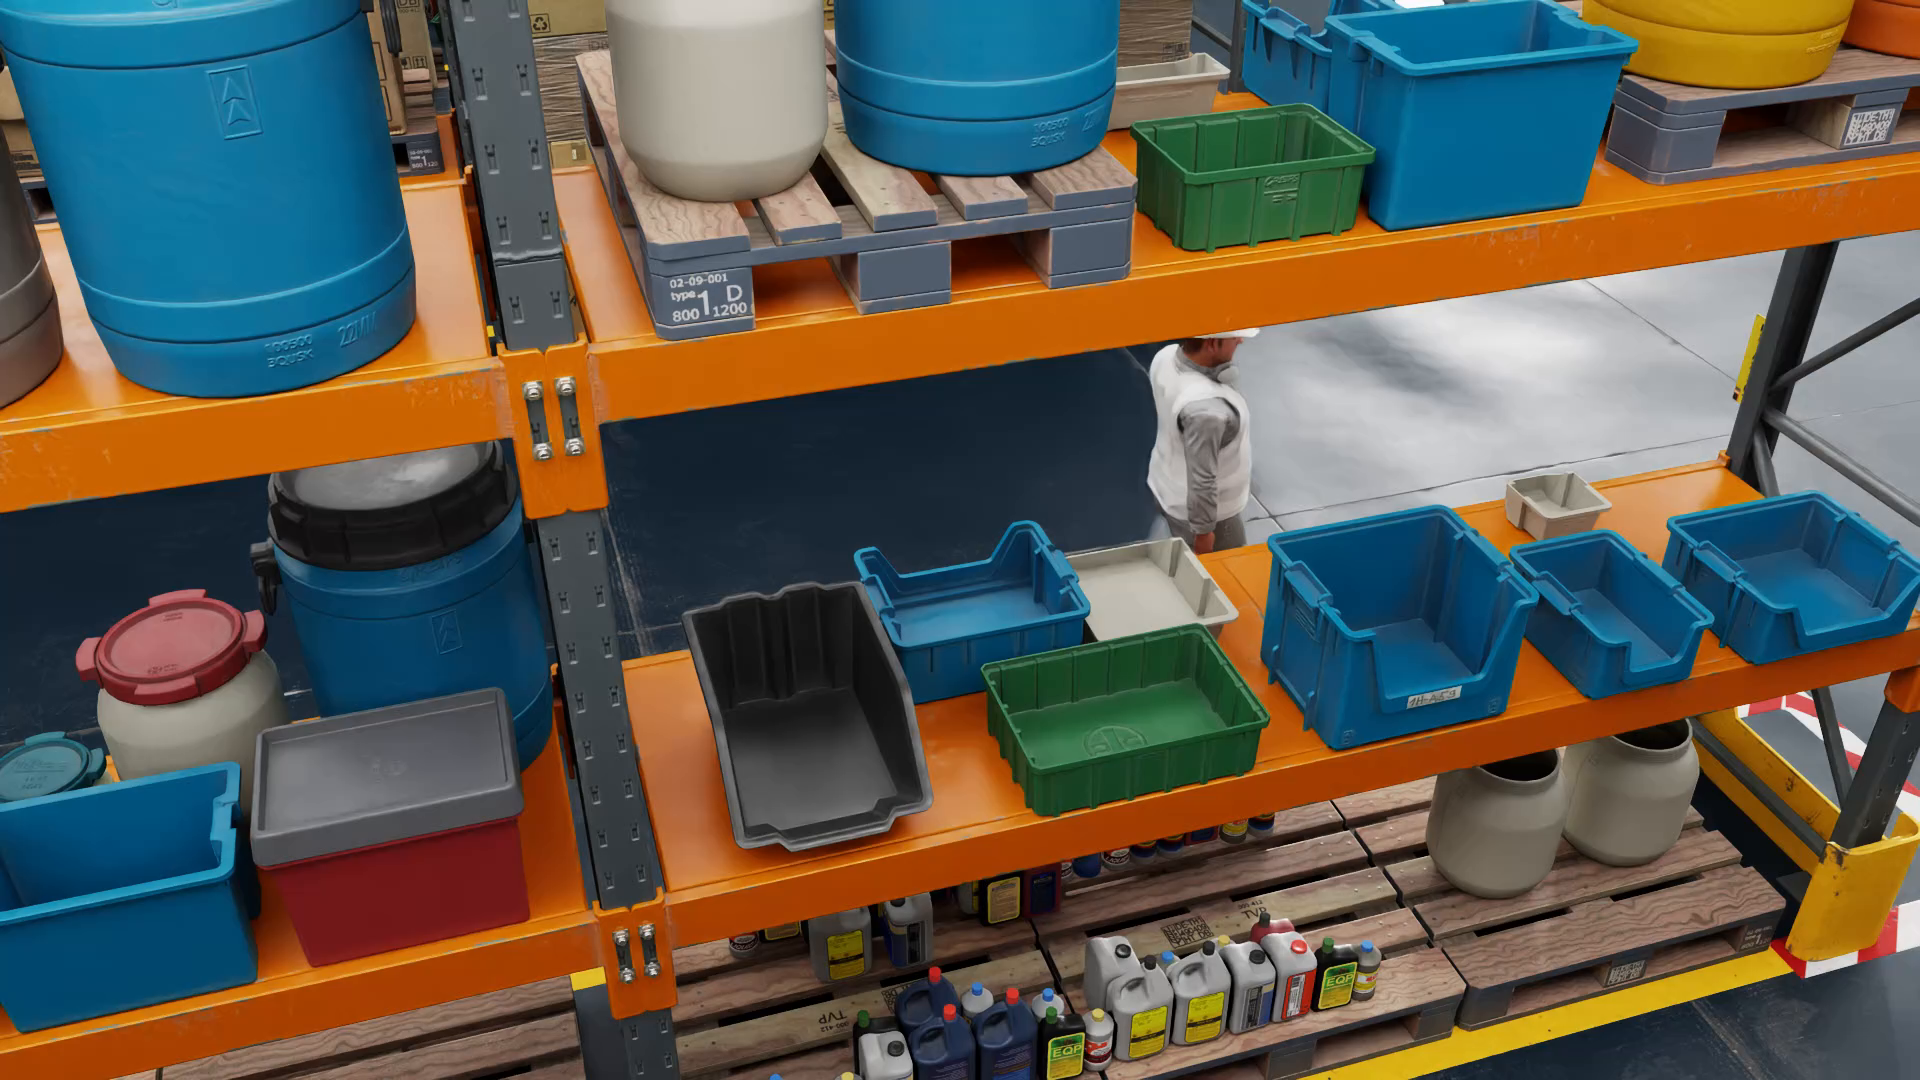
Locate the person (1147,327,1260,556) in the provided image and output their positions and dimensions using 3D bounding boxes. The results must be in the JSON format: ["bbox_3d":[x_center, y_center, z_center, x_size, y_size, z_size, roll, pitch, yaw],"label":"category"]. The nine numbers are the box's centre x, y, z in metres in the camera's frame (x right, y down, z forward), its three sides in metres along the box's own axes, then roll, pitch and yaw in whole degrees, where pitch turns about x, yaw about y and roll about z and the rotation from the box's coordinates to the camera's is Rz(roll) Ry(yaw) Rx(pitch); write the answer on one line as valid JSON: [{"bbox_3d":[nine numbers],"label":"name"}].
[{"bbox_3d":[0.948,-0.177,6.358,0.703,1.762,0.565,-7,34,-10],"label":"person"}]
